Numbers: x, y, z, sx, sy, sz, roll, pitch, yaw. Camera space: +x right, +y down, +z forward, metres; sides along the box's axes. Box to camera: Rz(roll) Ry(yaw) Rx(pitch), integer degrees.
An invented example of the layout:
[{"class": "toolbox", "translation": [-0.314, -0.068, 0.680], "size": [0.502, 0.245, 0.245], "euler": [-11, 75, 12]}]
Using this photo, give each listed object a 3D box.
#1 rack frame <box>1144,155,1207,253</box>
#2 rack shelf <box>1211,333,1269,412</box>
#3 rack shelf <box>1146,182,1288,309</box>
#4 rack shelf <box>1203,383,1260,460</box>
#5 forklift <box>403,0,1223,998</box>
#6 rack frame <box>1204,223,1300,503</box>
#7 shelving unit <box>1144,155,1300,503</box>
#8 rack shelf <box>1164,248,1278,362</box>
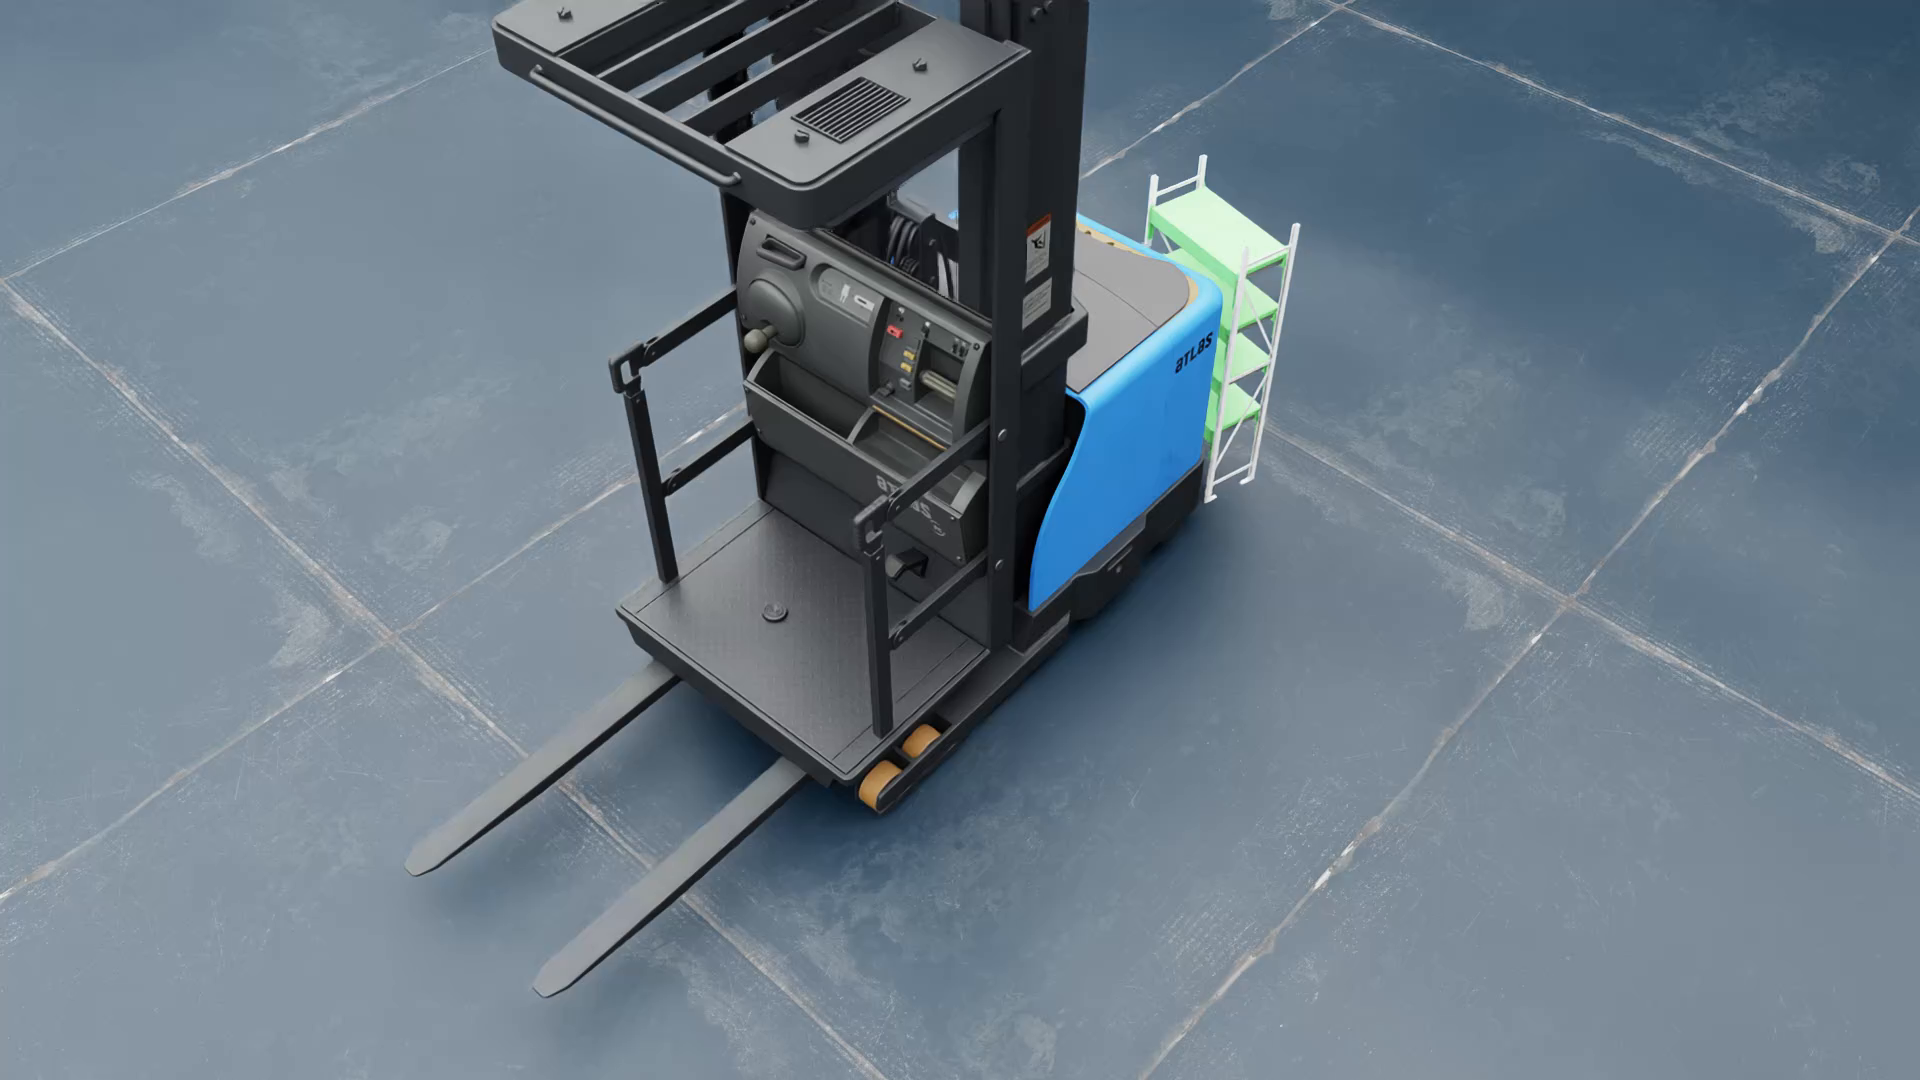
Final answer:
[{"class": "rack frame", "translation": [0.769, -0.900, 6.272], "size": [0.240, 1.200, 0.015], "euler": [-26, 52, -23]}, {"class": "rack shelf", "translation": [0.905, -0.709, 6.180], "size": [0.258, 0.148, 0.480], "euler": [-26, 52, -23]}, {"class": "rack shelf", "translation": [0.905, -1.038, 5.830], "size": [0.258, 0.148, 0.480], "euler": [-26, 52, -23]}, {"class": "rack shelf", "translation": [0.904, -0.544, 6.355], "size": [0.258, 0.148, 0.480], "euler": [-26, 52, -23]}, {"class": "forklift", "translation": [-0.441, -0.541, 4.748], "size": [1.130, 2.935, 3.031], "euler": [32, 55, 27]}, {"class": "rack frame", "translation": [1.041, -0.605, 5.995], "size": [0.240, 1.200, 0.015], "euler": [-26, 52, -23]}, {"class": "shelving unit", "translation": [0.905, -0.752, 6.133], "size": [0.258, 1.200, 0.503], "euler": [-26, 52, -23]}, {"class": "rack shelf", "translation": [0.905, -0.873, 6.005], "size": [0.258, 0.148, 0.480], "euler": [-26, 52, -23]}]
